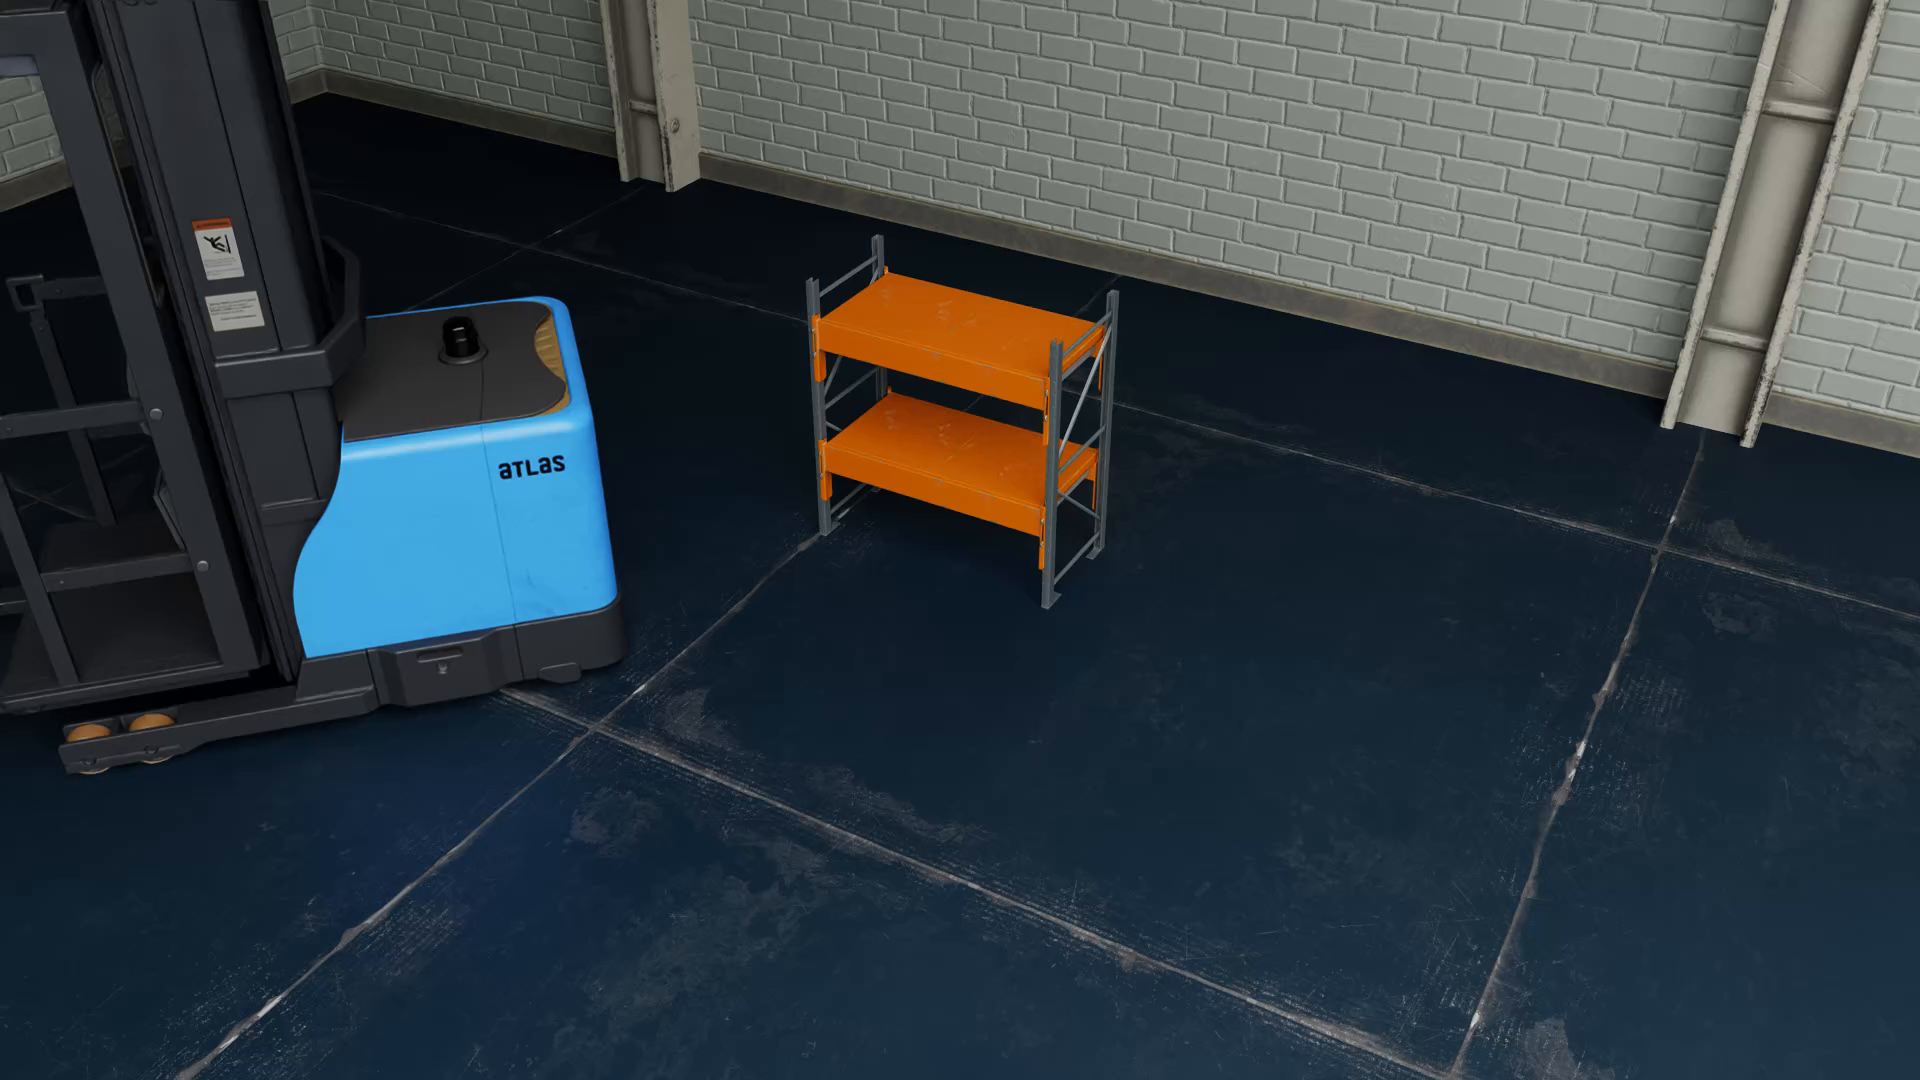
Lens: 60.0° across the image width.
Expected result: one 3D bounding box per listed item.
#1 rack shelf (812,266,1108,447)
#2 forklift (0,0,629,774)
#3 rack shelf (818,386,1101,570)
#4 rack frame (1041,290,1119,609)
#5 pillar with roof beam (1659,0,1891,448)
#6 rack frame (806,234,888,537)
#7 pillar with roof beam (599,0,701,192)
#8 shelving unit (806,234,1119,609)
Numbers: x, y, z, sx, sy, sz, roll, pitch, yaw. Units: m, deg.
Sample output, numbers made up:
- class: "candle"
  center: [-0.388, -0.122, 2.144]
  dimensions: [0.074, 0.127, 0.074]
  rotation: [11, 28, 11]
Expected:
- class: "rack shelf"
  center: [0.006, -0.710, 6.273]
  dimensions: [1.000, 0.278, 0.538]
  rotation: [18, 37, 24]
- class: "forklift"
  center: [-2.777, -0.763, 5.251]
  dimensions: [3.031, 2.935, 1.130]
  rotation: [-9, 35, -14]
- class: "rack shelf"
  center: [0.006, -0.263, 6.571]
  dimensions: [1.000, 0.278, 0.538]
  rotation: [18, 37, 24]
- class: "rack frame"
  center: [0.447, -0.327, 6.225]
  dimensions: [0.032, 1.125, 0.500]
  rotation: [18, 37, 24]
- class: "pillar with roof beam"
  center: [1.275, -2.208, 1.947]
  dimensions: [0.400, 9.000, 9.100]
  rotation: [18, 37, 24]
- class: "rack frame"
  center: [-0.435, -0.606, 6.645]
  dimensions: [0.032, 1.125, 0.500]
  rotation: [18, 37, 24]
- class: "pillar with roof beam"
  center: [-3.934, -3.858, 4.425]
  dimensions: [0.400, 9.000, 9.100]
  rotation: [18, 37, 24]
- class: "shelving unit"
  center: [0.006, -0.466, 6.435]
  dimensions: [1.048, 1.125, 0.538]
  rotation: [18, 37, 24]
